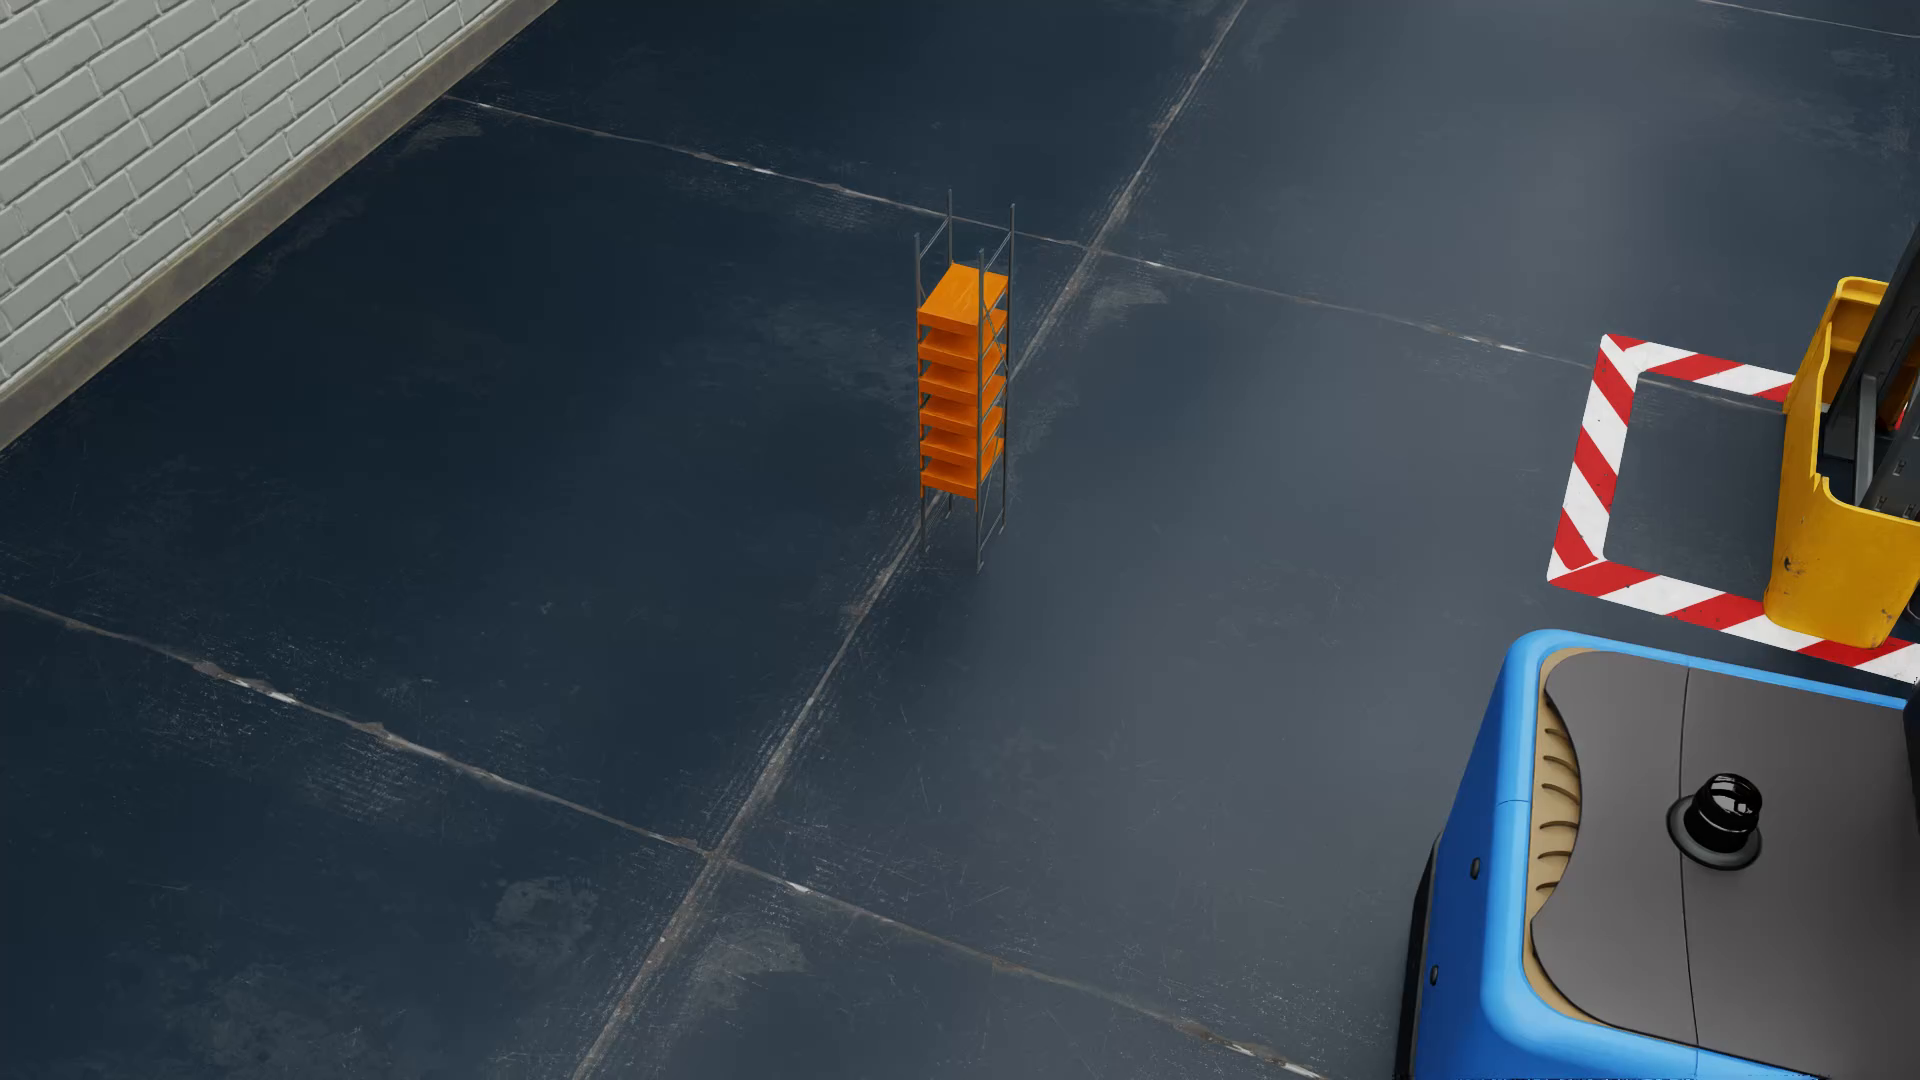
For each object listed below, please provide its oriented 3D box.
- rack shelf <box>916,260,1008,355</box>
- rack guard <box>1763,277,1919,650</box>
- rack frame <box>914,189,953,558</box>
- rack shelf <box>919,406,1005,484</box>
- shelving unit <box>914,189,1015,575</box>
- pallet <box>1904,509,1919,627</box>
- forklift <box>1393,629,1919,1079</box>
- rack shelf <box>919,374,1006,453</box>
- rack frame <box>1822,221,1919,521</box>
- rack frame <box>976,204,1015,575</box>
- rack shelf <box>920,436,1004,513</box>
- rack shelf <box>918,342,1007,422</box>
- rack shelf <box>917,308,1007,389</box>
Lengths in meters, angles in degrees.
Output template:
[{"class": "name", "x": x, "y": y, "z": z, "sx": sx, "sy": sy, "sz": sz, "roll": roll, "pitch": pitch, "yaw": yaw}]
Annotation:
[{"class": "rack shelf", "x": 0.013, "y": -0.645, "z": 4.600, "sx": 0.180, "sy": 0.103, "sz": 0.258, "roll": 16, "pitch": 47, "yaw": 16}, {"class": "rack guard", "x": 2.795, "y": -0.265, "z": 5.162, "sx": 0.348, "sy": 0.500, "sz": 1.175, "roll": 16, "pitch": 47, "yaw": 16}, {"class": "rack frame", "x": -0.071, "y": -0.446, "z": 4.848, "sx": 0.006, "sy": 1.200, "sz": 0.240, "roll": 16, "pitch": 47, "yaw": 16}, {"class": "rack shelf", "x": 0.013, "y": -0.305, "z": 4.939, "sx": 0.180, "sy": 0.103, "sz": 0.258, "roll": 16, "pitch": 47, "yaw": 16}, {"class": "shelving unit", "x": 0.013, "y": -0.421, "z": 4.823, "sx": 0.189, "sy": 1.200, "sz": 0.258, "roll": 16, "pitch": 47, "yaw": 16}, {"class": "pallet", "x": 3.586, "y": 0.010, "z": 5.091, "sx": 1.213, "sy": 0.211, "sz": 1.003, "roll": 16, "pitch": 47, "yaw": 16}, {"class": "forklift", "x": 2.489, "y": 0.516, "z": 2.653, "sx": 3.031, "sy": 2.935, "sz": 1.130, "roll": 12, "pitch": 46, "yaw": 11}, {"class": "rack shelf", "x": 0.013, "y": -0.390, "z": 4.854, "sx": 0.180, "sy": 0.103, "sz": 0.258, "roll": 16, "pitch": 47, "yaw": 16}, {"class": "rack frame", "x": 2.818, "y": -1.145, "z": 4.274, "sx": 0.127, "sy": 3.000, "sz": 1.000, "roll": 16, "pitch": 47, "yaw": 16}, {"class": "rack frame", "x": 0.098, "y": -0.397, "z": 4.798, "sx": 0.006, "sy": 1.200, "sz": 0.240, "roll": 16, "pitch": 47, "yaw": 16}, {"class": "rack shelf", "x": 0.013, "y": -0.220, "z": 5.023, "sx": 0.180, "sy": 0.103, "sz": 0.258, "roll": 16, "pitch": 47, "yaw": 16}, {"class": "rack shelf", "x": 0.013, "y": -0.475, "z": 4.770, "sx": 0.180, "sy": 0.103, "sz": 0.258, "roll": 16, "pitch": 47, "yaw": 16}, {"class": "rack shelf", "x": 0.013, "y": -0.560, "z": 4.685, "sx": 0.180, "sy": 0.103, "sz": 0.258, "roll": 16, "pitch": 47, "yaw": 16}]
